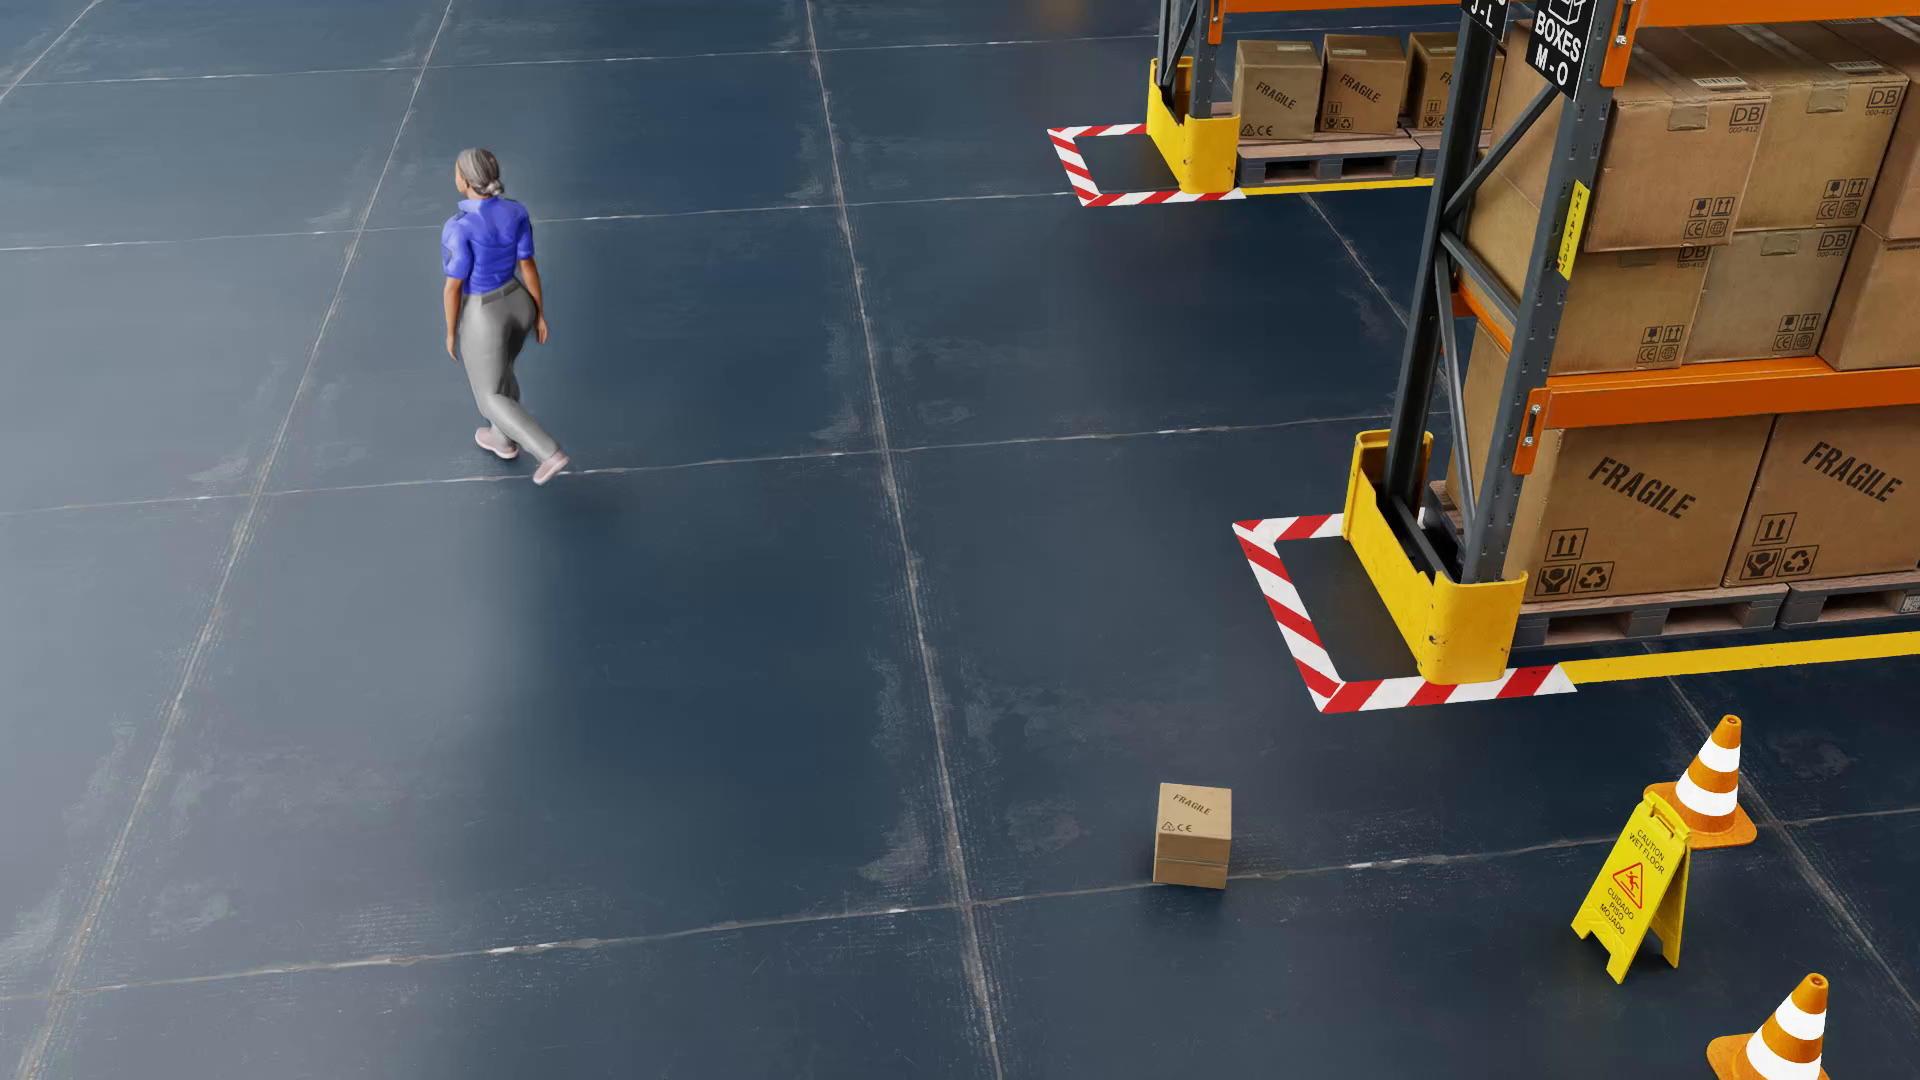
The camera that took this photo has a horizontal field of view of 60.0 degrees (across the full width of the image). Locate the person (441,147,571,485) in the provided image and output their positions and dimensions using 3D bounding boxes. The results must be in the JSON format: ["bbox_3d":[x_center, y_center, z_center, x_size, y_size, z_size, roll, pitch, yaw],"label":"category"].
[{"bbox_3d":[-2.101,-1.000,7.562,0.838,1.620,0.455,23,41,29],"label":"person"}]
